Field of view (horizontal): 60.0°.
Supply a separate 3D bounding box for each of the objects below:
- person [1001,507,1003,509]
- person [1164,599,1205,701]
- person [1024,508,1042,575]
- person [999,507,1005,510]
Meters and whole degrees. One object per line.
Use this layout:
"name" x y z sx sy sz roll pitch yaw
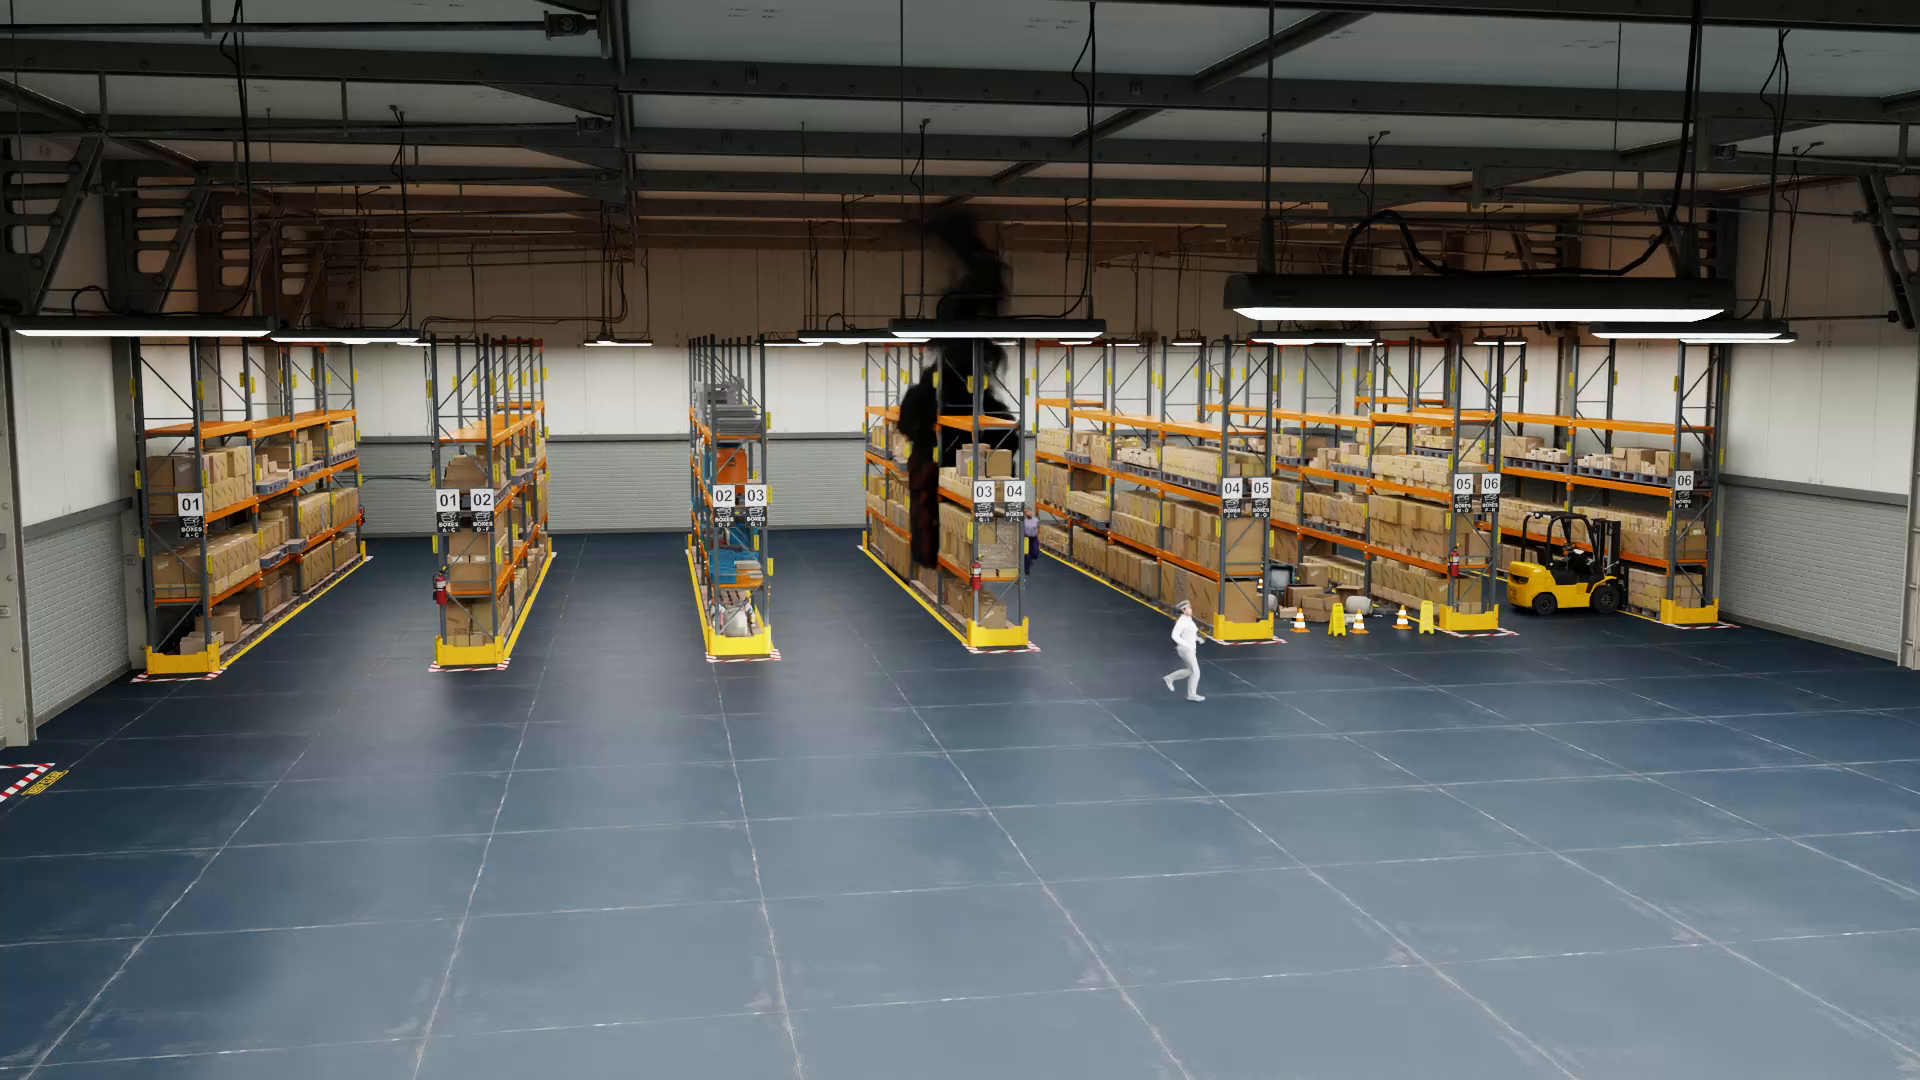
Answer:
"person" 1.432 -0.715 49.138 0.841 1.617 0.622 -7 9 -45
"person" 3.664 1.788 27.208 0.717 1.654 0.622 3 7 22
"person" 1.704 0.034 40.251 0.620 1.620 0.564 -1 7 -11
"person" 0.962 -0.705 48.853 0.896 1.663 0.626 3 7 28
